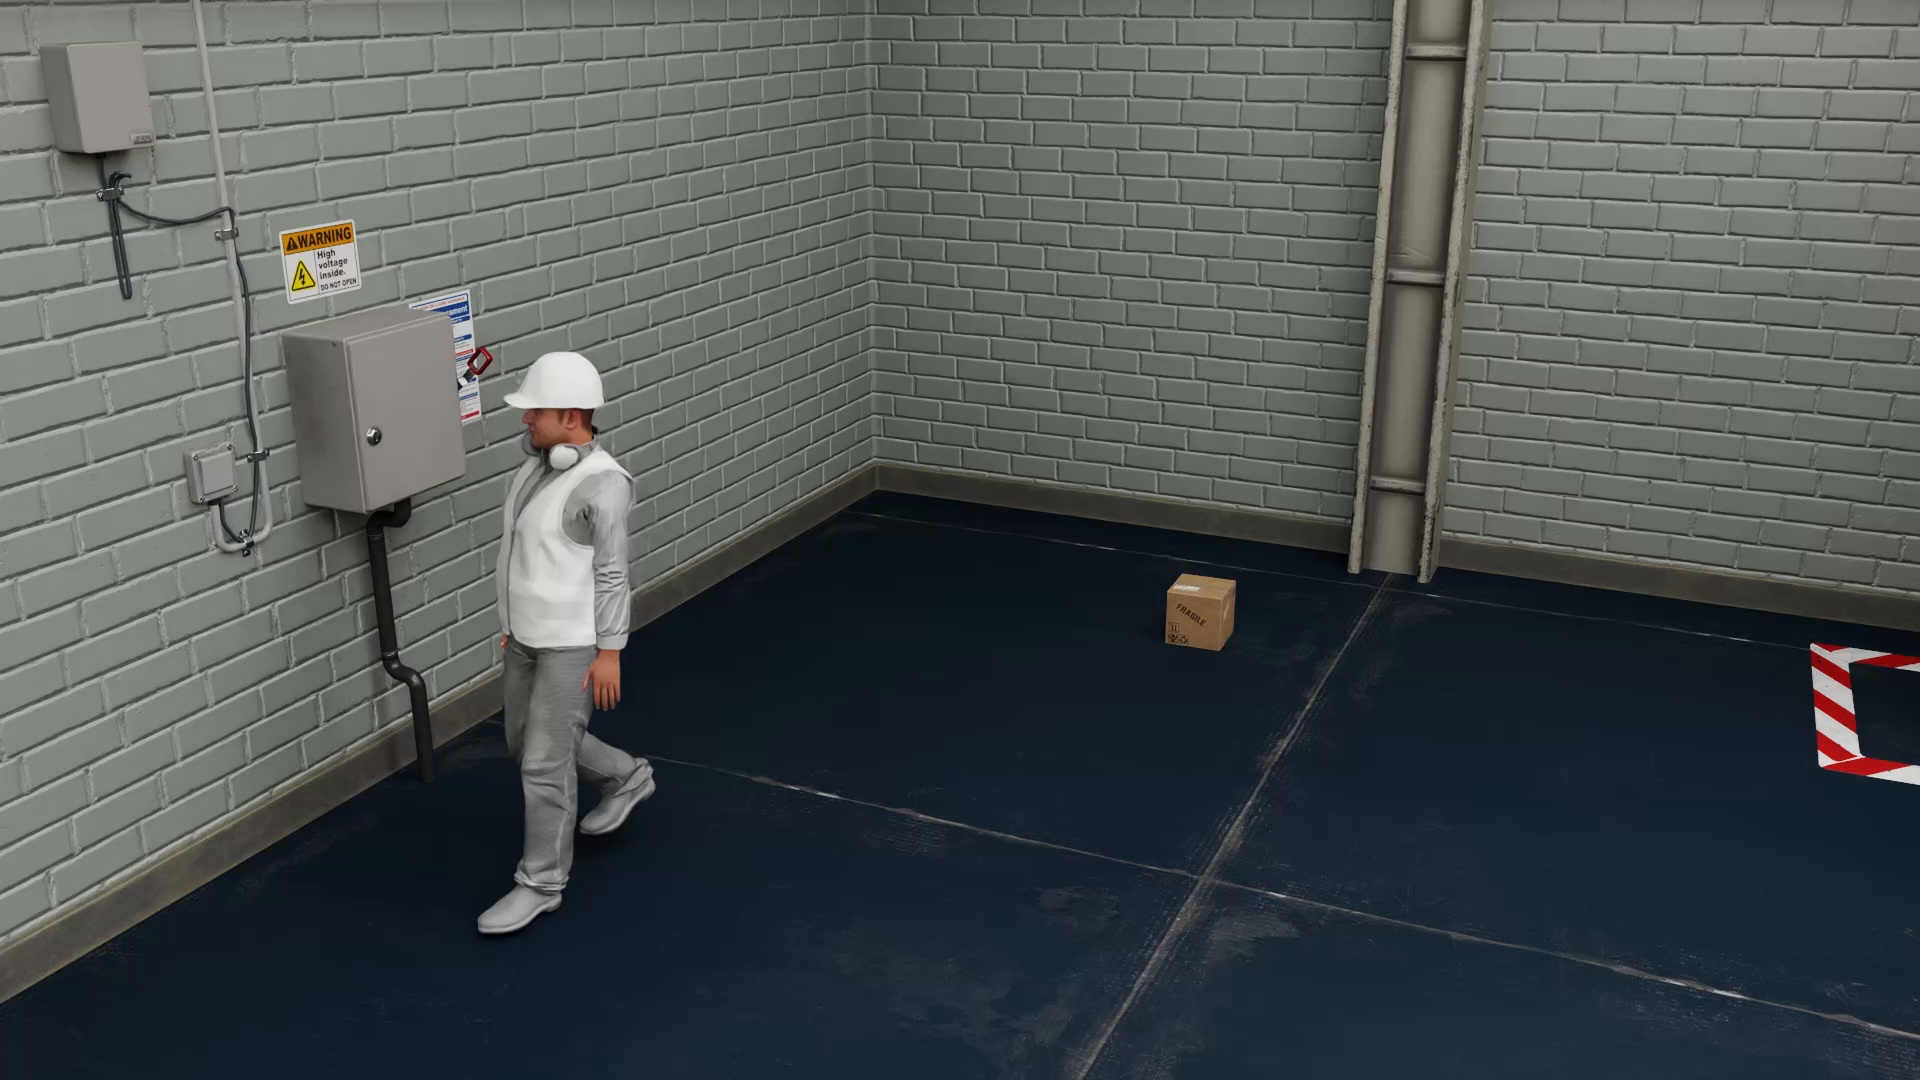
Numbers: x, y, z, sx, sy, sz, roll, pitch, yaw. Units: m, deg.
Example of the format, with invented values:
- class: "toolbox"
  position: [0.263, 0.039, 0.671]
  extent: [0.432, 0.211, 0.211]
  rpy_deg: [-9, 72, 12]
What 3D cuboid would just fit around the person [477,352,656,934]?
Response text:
- class: "person"
  position: [-1.277, 0.285, 5.189]
  extent: [0.767, 1.750, 0.555]
  rpy_deg: [-15, 24, -37]
